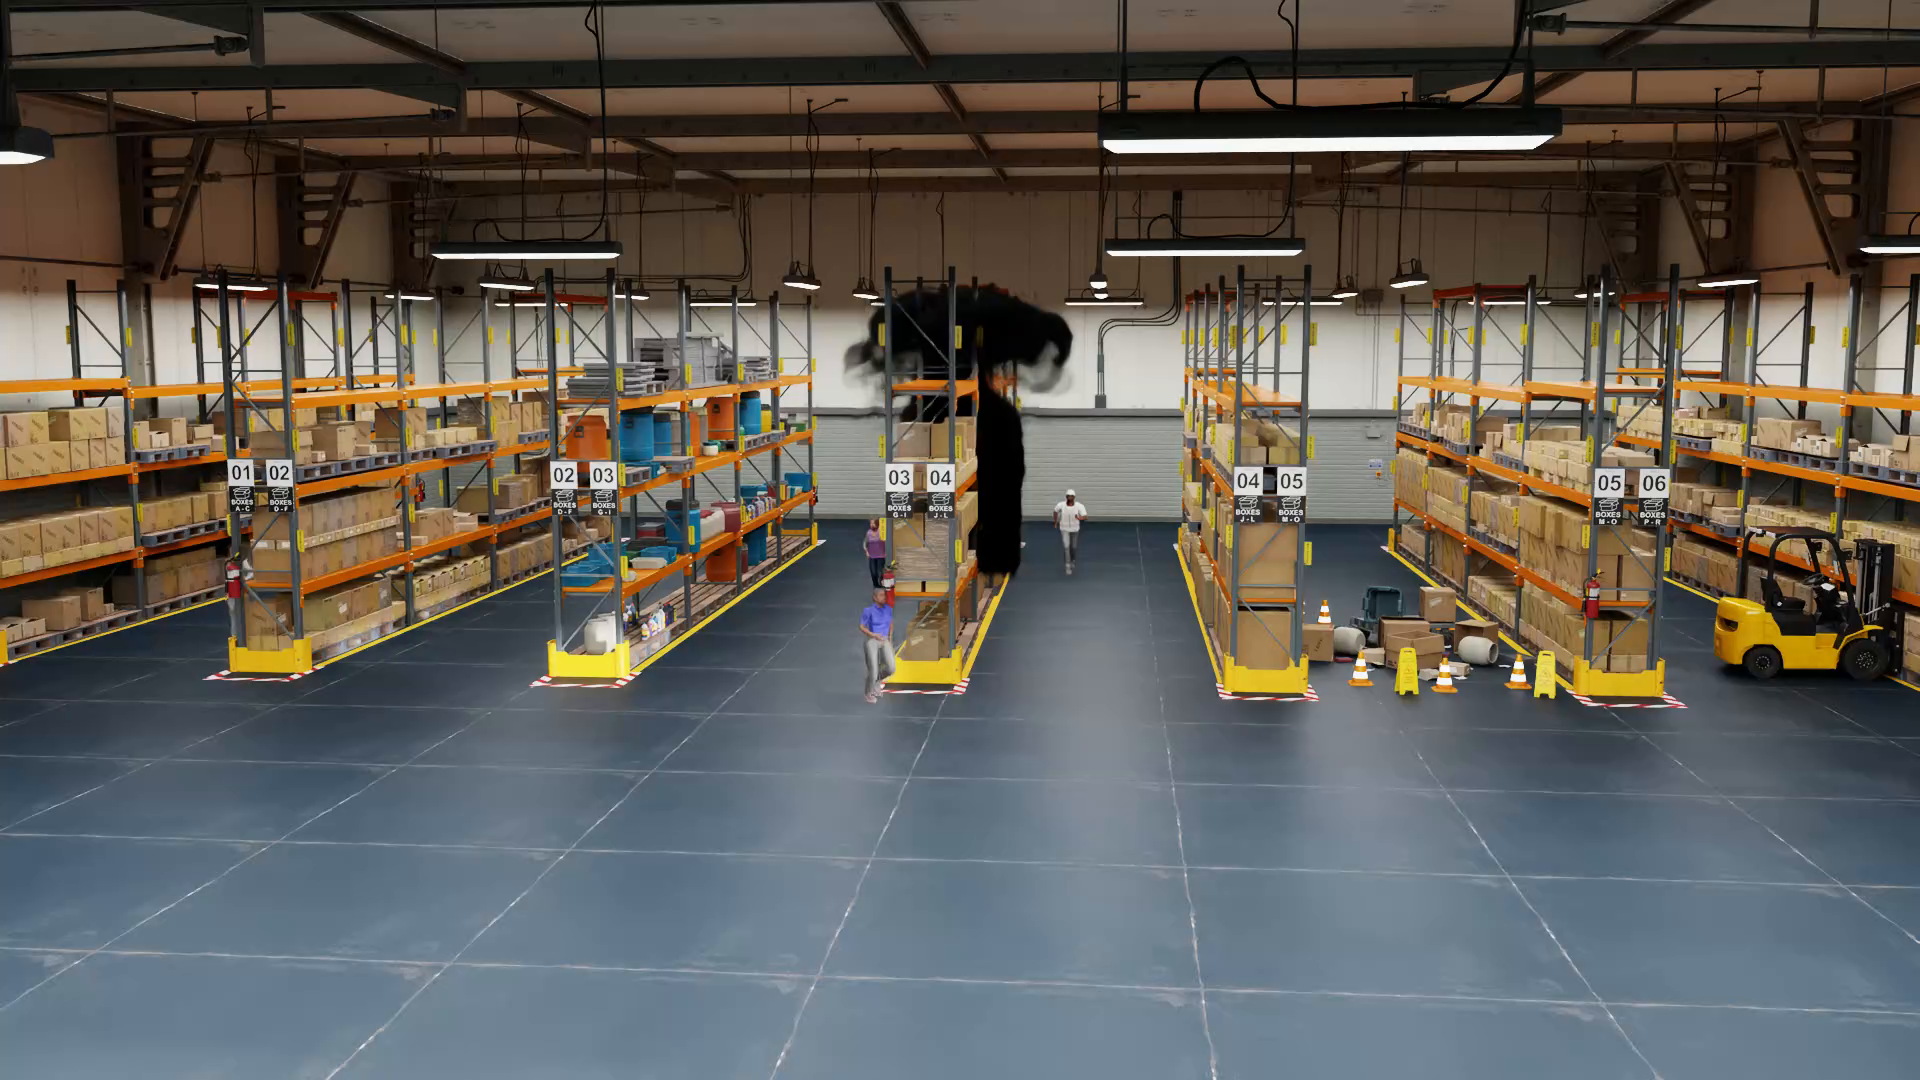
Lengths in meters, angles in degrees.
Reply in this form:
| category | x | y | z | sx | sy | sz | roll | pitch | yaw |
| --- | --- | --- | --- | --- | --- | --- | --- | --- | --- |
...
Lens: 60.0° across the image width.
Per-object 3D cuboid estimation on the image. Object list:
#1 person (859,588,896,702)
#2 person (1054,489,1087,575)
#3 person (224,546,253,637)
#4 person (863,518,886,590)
| category | x | y | z | sx | sy | sz | roll | pitch | yaw |
| --- | --- | --- | --- | --- | --- | --- | --- | --- | --- |
| person | -1.100 | 1.450 | 22.853 | 0.592 | 1.607 | 0.610 | -4 | 8 | -31 |
| person | 2.345 | -0.198 | 35.366 | 0.690 | 1.773 | 0.967 | 0 | 7 | 0 |
| person | -11.968 | 0.865 | 27.616 | 0.557 | 1.597 | 0.928 | 0 | 7 | 2 |
| person | -1.604 | 0.350 | 32.069 | 0.560 | 1.558 | 0.605 | 2 | 7 | 13 |
